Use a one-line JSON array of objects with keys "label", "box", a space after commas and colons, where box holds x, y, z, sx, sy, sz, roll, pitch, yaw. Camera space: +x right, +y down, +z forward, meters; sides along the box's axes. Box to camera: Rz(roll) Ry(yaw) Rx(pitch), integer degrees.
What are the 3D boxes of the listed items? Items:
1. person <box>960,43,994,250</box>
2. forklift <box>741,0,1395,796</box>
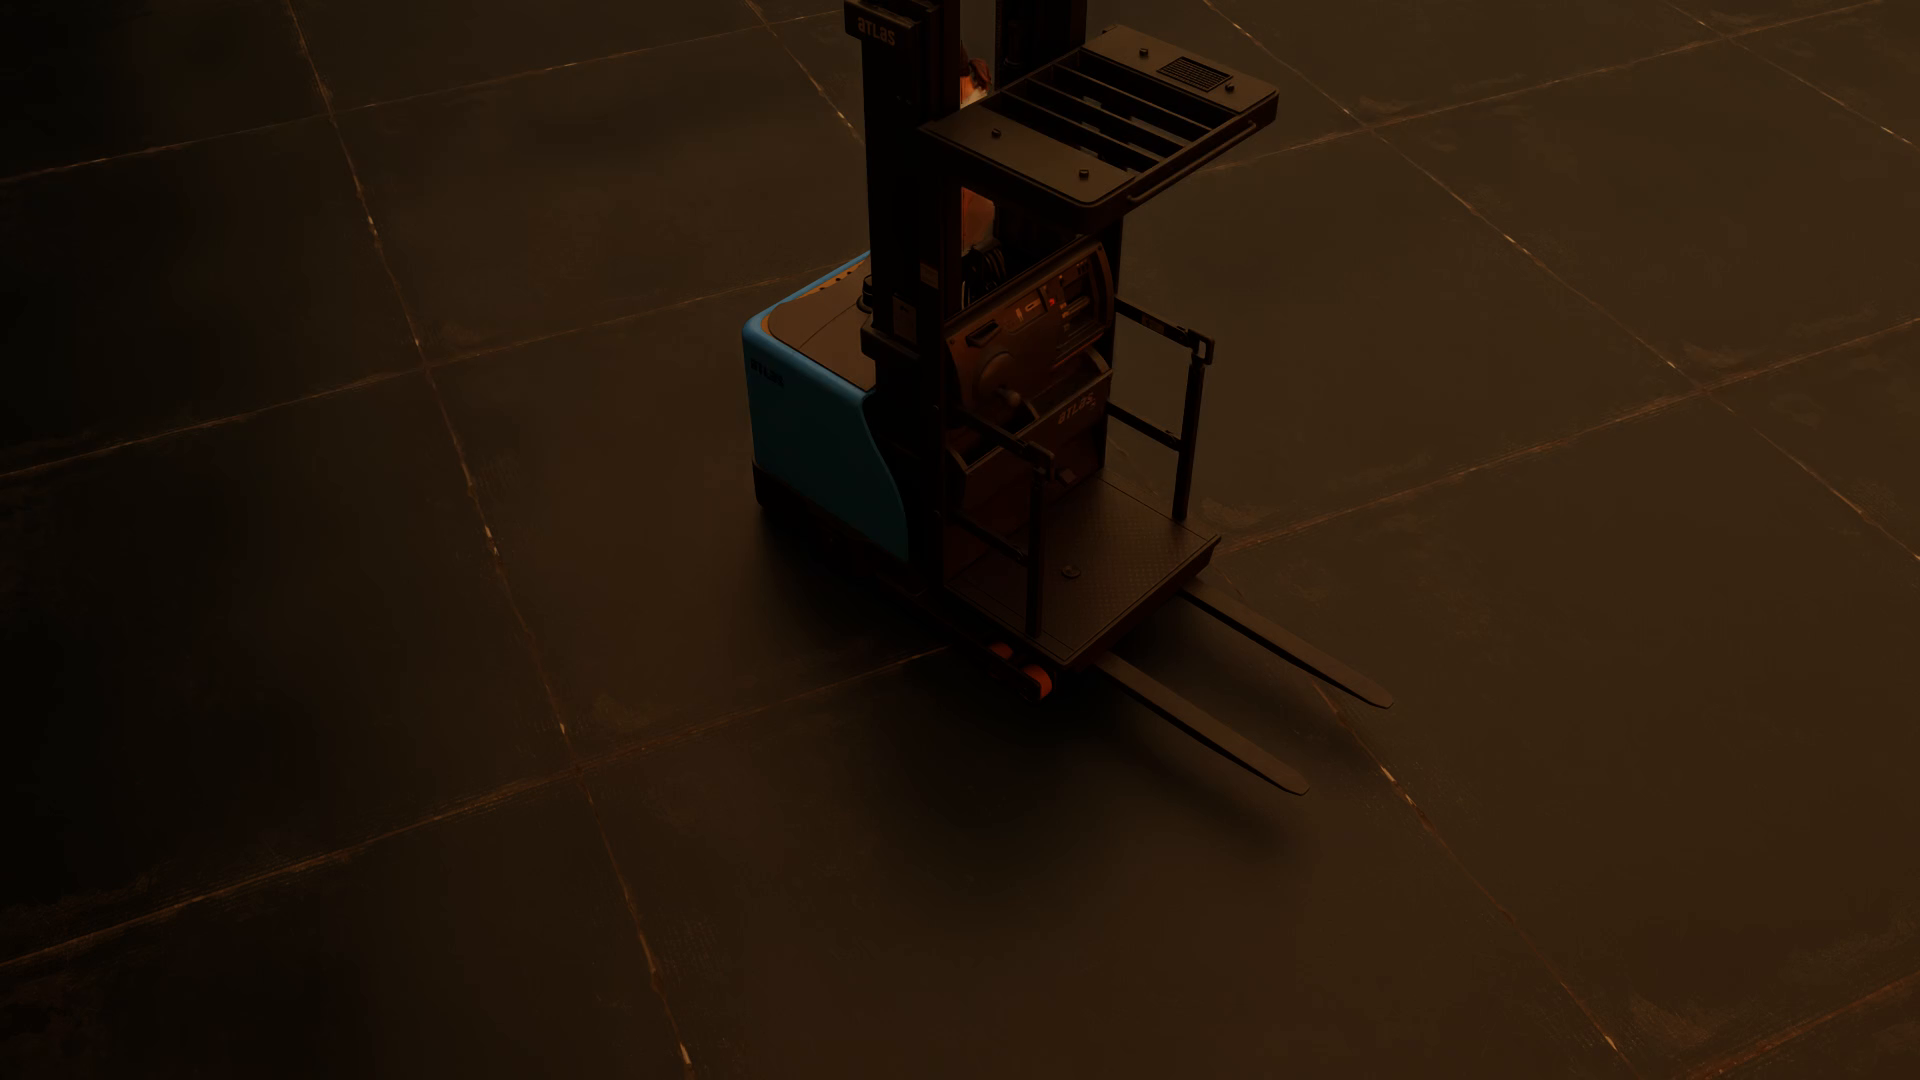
[{"label": "person", "box": [0.035, -1.802, 8.594, 0.400, 1.633, 0.895, -1, 43, -1]}, {"label": "forklift", "box": [0.445, -0.788, 6.525, 3.031, 2.935, 1.130, 32, 52, 30]}]
